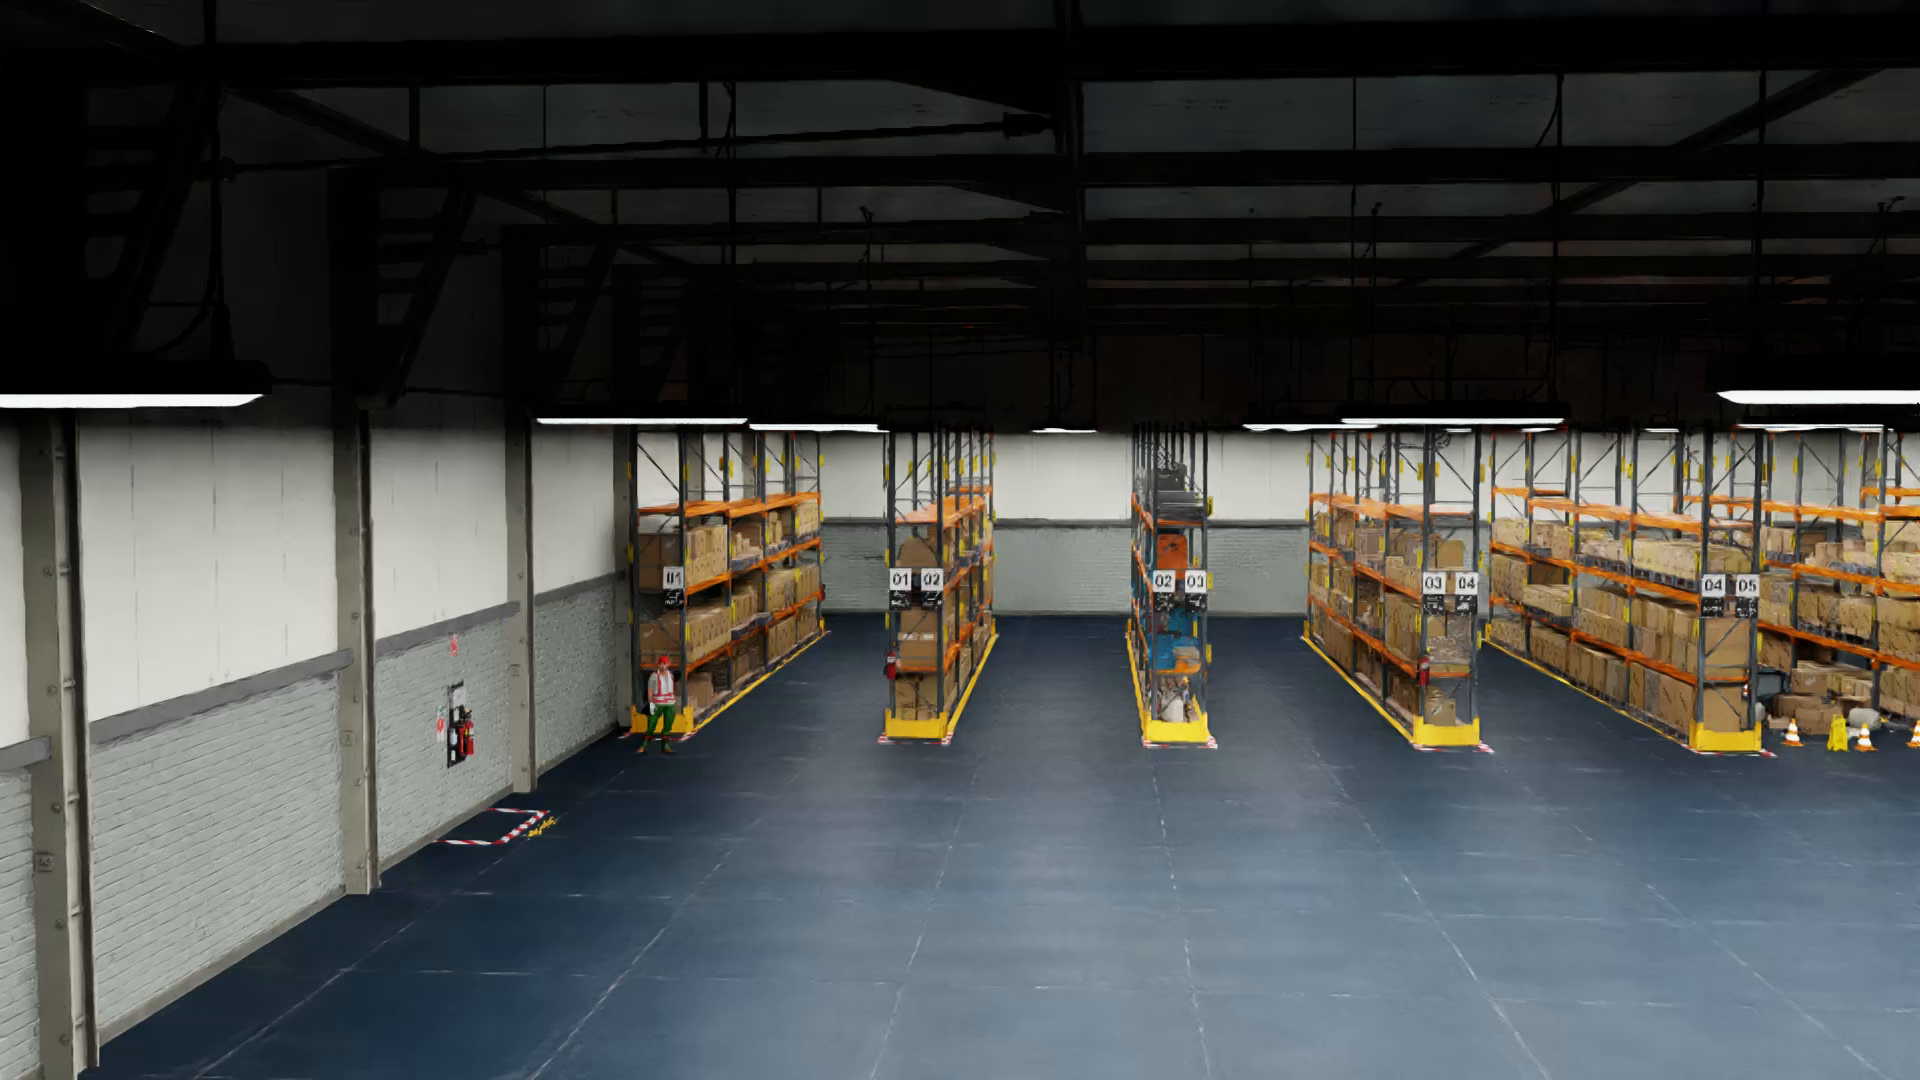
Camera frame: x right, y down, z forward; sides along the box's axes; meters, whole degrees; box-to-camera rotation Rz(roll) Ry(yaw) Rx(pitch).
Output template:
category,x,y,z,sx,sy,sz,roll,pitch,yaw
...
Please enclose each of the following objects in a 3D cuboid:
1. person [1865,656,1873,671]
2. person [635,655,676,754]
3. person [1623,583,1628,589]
category,x,y,z,sx,sy,sz,roll,pitch,yaw
person,21.215,2.370,38.801,0.491,1.765,0.625,3,4,35
person,-5.450,2.950,29.805,0.729,1.784,0.500,-3,5,-38
person,18.372,1.999,45.831,0.596,1.633,0.585,-1,4,-10
